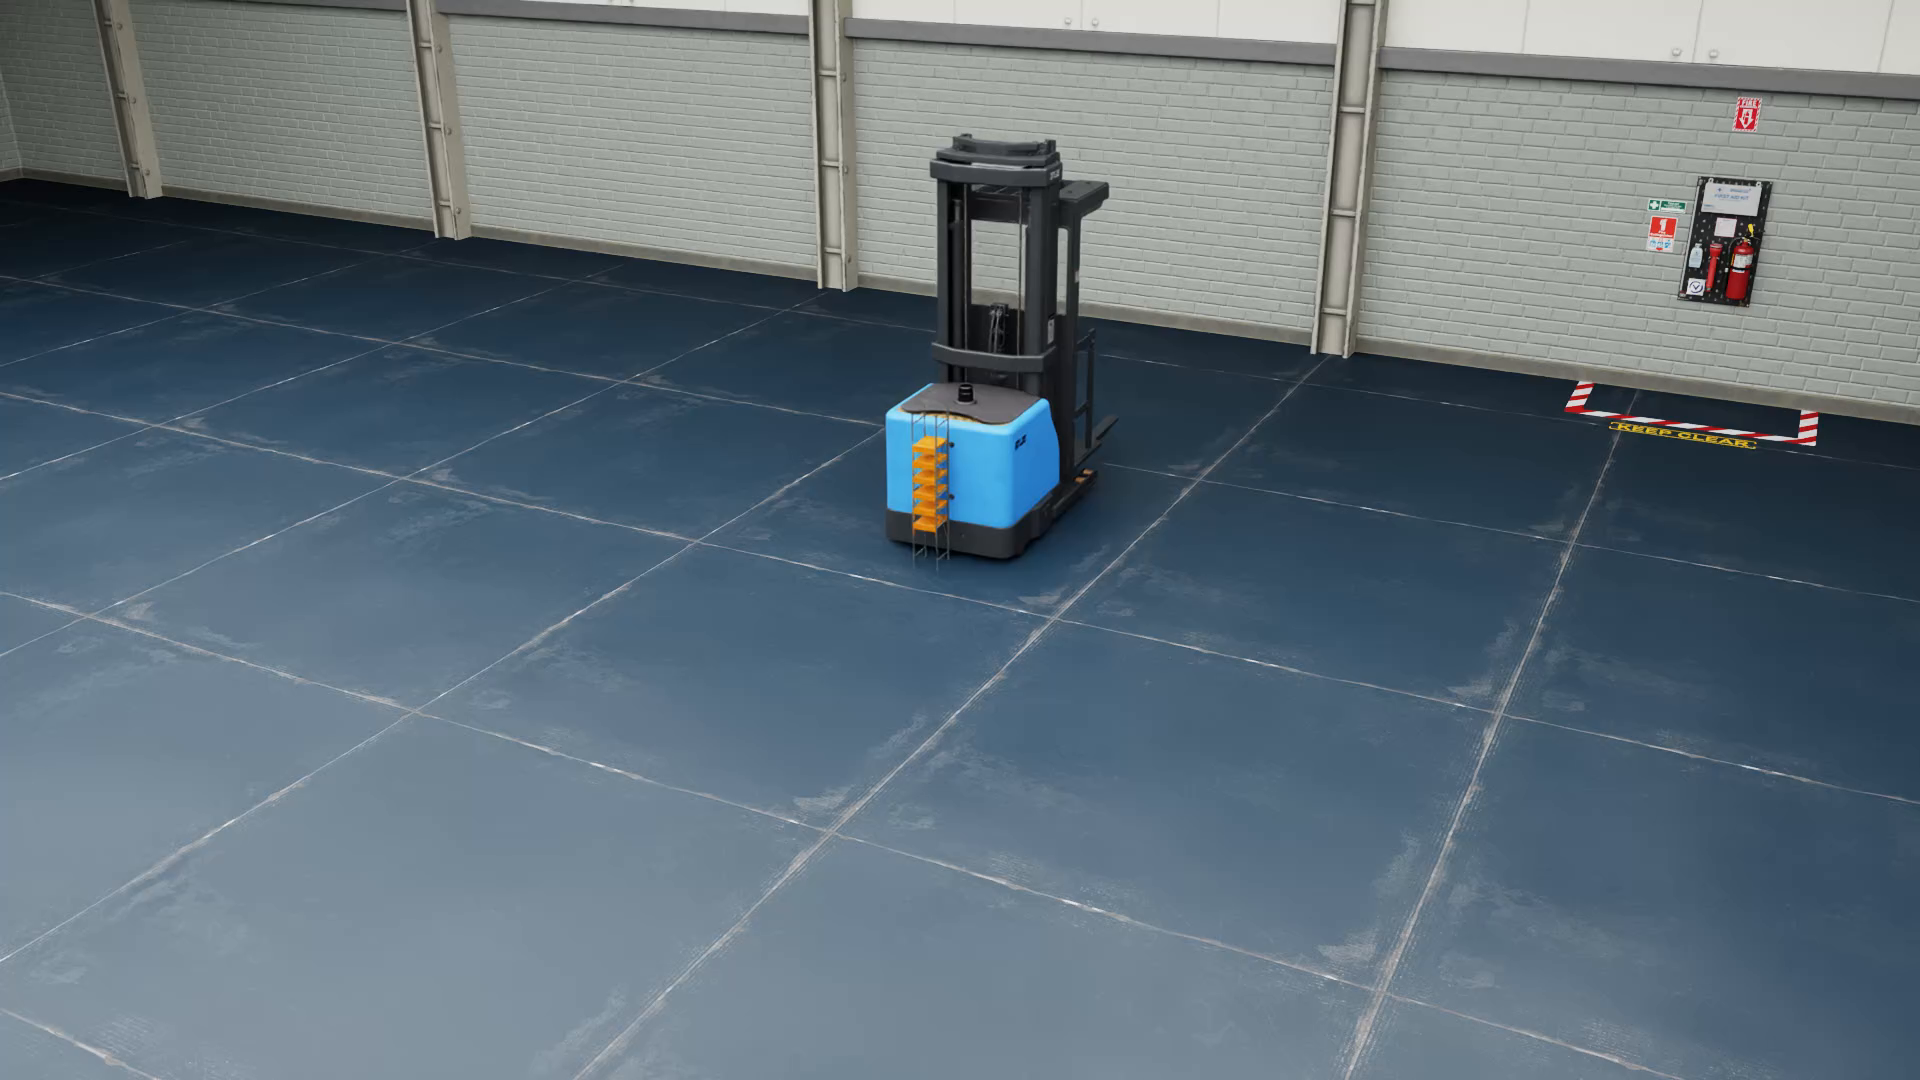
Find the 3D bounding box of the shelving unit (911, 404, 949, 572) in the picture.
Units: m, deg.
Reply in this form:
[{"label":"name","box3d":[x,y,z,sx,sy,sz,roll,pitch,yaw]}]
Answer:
[{"label":"shelving unit","box3d":[-0.213,-0.374,12.122,0.189,1.200,0.258,9,25,21]}]

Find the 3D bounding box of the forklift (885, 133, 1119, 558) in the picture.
[{"label":"forklift","box3d":[0.493,-1.758,13.165,1.130,2.935,3.031,10,25,22]}]

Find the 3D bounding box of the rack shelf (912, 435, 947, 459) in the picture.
[{"label":"rack shelf","box3d":[-0.213,-0.664,11.998,0.180,0.103,0.258,9,25,21]}]

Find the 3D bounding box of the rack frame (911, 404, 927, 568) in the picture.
[{"label":"rack frame","box3d":[-0.298,-0.387,12.154,0.006,1.200,0.240,9,25,21]}]

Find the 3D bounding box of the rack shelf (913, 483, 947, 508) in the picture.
[{"label":"rack shelf","box3d":[-0.213,-0.333,12.139,0.180,0.103,0.258,9,25,21]}]

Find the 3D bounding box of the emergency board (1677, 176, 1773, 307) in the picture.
[{"label":"emergency board","box3d":[7.068,-2.737,15.378,0.643,1.169,0.194,11,25,25]}]

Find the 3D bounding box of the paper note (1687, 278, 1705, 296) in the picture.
[{"label":"paper note","box3d":[6.941,-2.387,15.681,0.142,0.148,0.016,11,25,25]}]

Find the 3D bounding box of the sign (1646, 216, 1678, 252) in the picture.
[{"label":"sign","box3d":[6.621,-2.887,15.686,0.234,0.329,0.001,11,25,25]}]

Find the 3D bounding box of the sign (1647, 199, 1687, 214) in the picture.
[{"label":"sign","box3d":[6.621,-3.127,15.573,0.331,0.109,0.001,11,25,25]}]

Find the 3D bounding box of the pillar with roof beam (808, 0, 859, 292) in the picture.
[{"label":"pillar with roof beam","box3d":[-3.396,-5.663,14.594,0.400,9.000,9.100,11,25,25]}]

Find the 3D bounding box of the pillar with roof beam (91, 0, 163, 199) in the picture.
[{"label":"pillar with roof beam","box3d":[-14.105,-7.782,19.576,0.400,9.000,9.100,11,25,25]}]

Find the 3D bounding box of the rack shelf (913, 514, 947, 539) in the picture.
[{"label":"rack shelf","box3d":[-0.213,-0.112,12.233,0.180,0.103,0.258,9,25,21]}]

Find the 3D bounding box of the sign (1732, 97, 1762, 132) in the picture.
[{"label":"sign","box3d":[7.105,-3.840,15.010,0.199,0.298,0.001,11,25,25]}]

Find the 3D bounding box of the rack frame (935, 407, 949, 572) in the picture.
[{"label":"rack frame","box3d":[-0.129,-0.360,12.089,0.006,1.200,0.240,9,25,21]}]

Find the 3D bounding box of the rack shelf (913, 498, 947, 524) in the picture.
[{"label":"rack shelf","box3d":[-0.213,-0.222,12.186,0.180,0.103,0.258,9,25,21]}]

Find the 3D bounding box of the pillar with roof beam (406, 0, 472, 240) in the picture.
[{"label":"pillar with roof beam","box3d":[-8.750,-6.723,17.085,0.400,9.000,9.100,11,25,25]}]

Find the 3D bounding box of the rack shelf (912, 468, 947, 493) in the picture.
[{"label":"rack shelf","box3d":[-0.213,-0.443,12.092,0.180,0.103,0.258,9,25,21]}]

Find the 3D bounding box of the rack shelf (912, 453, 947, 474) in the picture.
[{"label":"rack shelf","box3d":[-0.213,-0.554,12.045,0.180,0.103,0.258,9,25,21]}]

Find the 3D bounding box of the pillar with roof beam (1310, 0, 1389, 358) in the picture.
[{"label":"pillar with roof beam","box3d":[1.959,-4.604,12.103,0.400,9.000,9.100,11,25,25]}]
